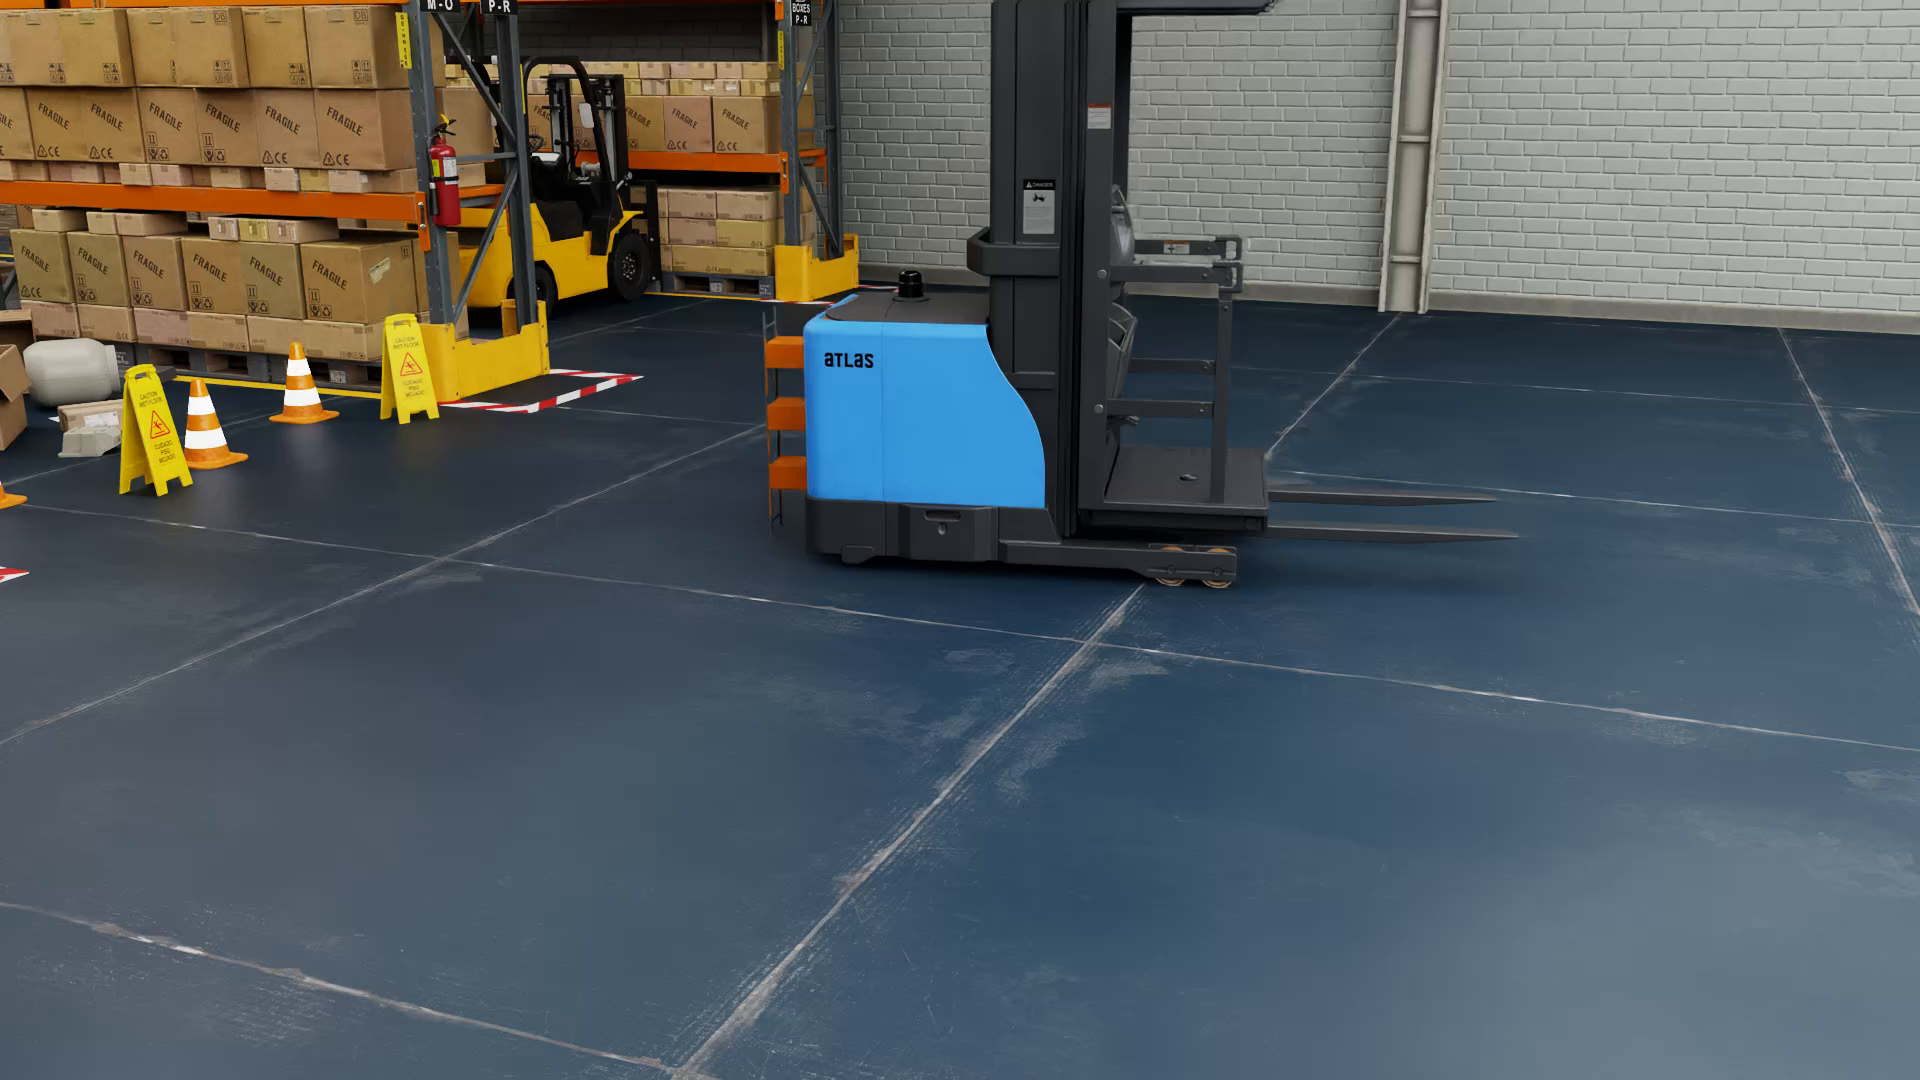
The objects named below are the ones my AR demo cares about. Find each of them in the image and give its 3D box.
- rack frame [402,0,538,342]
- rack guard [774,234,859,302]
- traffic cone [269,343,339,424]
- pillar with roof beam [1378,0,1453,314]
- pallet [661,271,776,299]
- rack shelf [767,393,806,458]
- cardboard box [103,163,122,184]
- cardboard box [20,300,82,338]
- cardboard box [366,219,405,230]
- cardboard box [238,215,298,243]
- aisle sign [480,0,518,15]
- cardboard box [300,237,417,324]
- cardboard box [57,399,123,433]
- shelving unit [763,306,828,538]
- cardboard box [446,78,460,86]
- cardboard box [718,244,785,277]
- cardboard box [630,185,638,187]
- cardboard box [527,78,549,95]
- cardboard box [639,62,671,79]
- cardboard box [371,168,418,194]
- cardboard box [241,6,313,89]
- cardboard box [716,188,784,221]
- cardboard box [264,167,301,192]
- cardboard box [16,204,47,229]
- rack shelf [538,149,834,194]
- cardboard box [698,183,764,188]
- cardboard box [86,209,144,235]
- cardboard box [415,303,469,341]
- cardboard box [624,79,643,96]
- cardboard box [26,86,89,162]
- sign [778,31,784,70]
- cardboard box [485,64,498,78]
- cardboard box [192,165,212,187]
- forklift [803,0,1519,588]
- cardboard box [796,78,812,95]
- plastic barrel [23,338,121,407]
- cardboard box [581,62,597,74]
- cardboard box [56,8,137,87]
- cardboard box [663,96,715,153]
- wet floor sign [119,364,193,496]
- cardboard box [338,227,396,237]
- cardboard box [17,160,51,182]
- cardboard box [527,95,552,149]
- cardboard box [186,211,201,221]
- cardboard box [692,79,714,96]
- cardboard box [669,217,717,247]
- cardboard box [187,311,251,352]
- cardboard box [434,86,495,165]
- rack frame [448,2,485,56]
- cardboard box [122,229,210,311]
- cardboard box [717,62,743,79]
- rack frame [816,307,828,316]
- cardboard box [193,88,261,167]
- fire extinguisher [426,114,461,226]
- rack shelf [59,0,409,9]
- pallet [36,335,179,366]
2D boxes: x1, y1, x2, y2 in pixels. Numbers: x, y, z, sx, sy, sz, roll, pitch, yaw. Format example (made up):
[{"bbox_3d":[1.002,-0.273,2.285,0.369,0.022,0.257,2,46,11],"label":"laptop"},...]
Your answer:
[{"bbox_3d":[-3.178,-2.487,10.862,0.127,3.000,1.000,6,17,21],"label":"rack frame"},{"bbox_3d":[-1.338,-2.572,15.638,0.348,0.500,1.175,6,17,21],"label":"rack guard"},{"bbox_3d":[-4.051,-0.979,10.215,0.334,0.463,0.336,6,17,21],"label":"traffic cone"},{"bbox_3d":[2.325,-5.231,9.551,0.400,9.000,9.100,6,17,21],"label":"pillar with roof beam"},{"bbox_3d":[-2.087,-2.503,15.918,1.213,0.211,1.003,6,17,21],"label":"pallet"},{"bbox_3d":[-0.740,-0.524,7.632,0.240,0.259,0.215,3,16,9],"label":"rack shelf"},{"bbox_3d":[-5.734,-2.575,11.615,0.250,0.149,0.380,6,17,20],"label":"cardboard box"},{"bbox_3d":[-6.449,-1.647,12.147,0.500,0.250,0.500,5,17,18],"label":"cardboard box"},{"bbox_3d":[-5.571,-3.296,17.153,0.625,0.625,0.875,7,18,23],"label":"cardboard box"},{"bbox_3d":[-4.618,-2.101,11.202,0.250,0.149,0.380,7,17,22],"label":"cardboard box"},{"bbox_3d":[-3.006,-3.810,10.754,0.004,0.787,0.394,6,17,21],"label":"aisle sign"},{"bbox_3d":[-4.019,-1.743,11.131,0.500,0.500,0.500,6,17,21],"label":"cardboard box"},{"bbox_3d":[-5.138,-0.728,9.916,0.380,0.149,0.250,-12,20,-37],"label":"cardboard box"},{"bbox_3d":[-0.740,-0.534,7.630,0.252,1.050,0.215,3,16,9],"label":"shelving unit"},{"bbox_3d":[-4.881,-4.443,16.255,0.250,0.149,0.380,6,17,20],"label":"cardboard box"},{"bbox_3d":[-1.913,-2.623,15.506,0.500,0.250,0.500,6,17,21],"label":"cardboard box"},{"bbox_3d":[-3.322,-3.256,15.895,0.500,0.250,0.500,6,17,20],"label":"cardboard box"},{"bbox_3d":[-3.941,-4.326,15.852,0.250,0.149,0.380,6,17,20],"label":"cardboard box"},{"bbox_3d":[-2.752,-4.339,15.364,0.250,0.149,0.380,7,18,22],"label":"cardboard box"},{"bbox_3d":[-3.604,-2.350,10.837,0.250,0.149,0.380,7,18,22],"label":"cardboard box"},{"bbox_3d":[-4.201,-3.208,10.837,0.500,0.500,0.700,6,17,21],"label":"cardboard box"},{"bbox_3d":[-1.903,-3.103,15.367,0.500,0.250,0.500,7,18,22],"label":"cardboard box"},{"bbox_3d":[-4.362,-2.397,11.001,0.250,0.149,0.380,7,17,22],"label":"cardboard box"},{"bbox_3d":[-10.224,-3.689,18.731,0.500,0.500,0.500,7,18,23],"label":"cardboard box"},{"bbox_3d":[-3.221,-3.634,16.103,4.000,0.370,1.077,6,17,21],"label":"rack shelf"},{"bbox_3d":[-2.204,-3.285,15.994,0.500,0.250,0.500,6,17,21],"label":"cardboard box"},{"bbox_3d":[-5.876,-2.239,11.675,0.250,0.149,0.380,7,18,23],"label":"cardboard box"},{"bbox_3d":[-3.827,-1.523,11.718,0.500,0.250,0.500,6,17,20],"label":"cardboard box"},{"bbox_3d":[-2.988,-4.222,15.495,0.250,0.149,0.380,6,17,21],"label":"cardboard box"},{"bbox_3d":[-6.116,-2.925,11.656,0.500,0.500,0.500,6,17,20],"label":"cardboard box"},{"bbox_3d":[-1.572,-4.306,14.623,0.005,0.325,0.100,6,17,21],"label":"sign"},{"bbox_3d":[-4.377,-4.550,16.090,0.250,0.149,0.380,6,17,20],"label":"cardboard box"},{"bbox_3d":[-5.019,-2.511,11.394,0.250,0.149,0.380,6,17,21],"label":"cardboard box"},{"bbox_3d":[0.884,-1.364,7.115,3.031,2.935,1.130,3,16,9],"label":"forklift"},{"bbox_3d":[-1.580,-4.237,15.544,0.250,0.149,0.380,6,17,19],"label":"cardboard box"},{"bbox_3d":[-5.655,-1.069,10.596,0.512,0.421,0.421,-9,18,-27],"label":"plastic barrel"},{"bbox_3d":[-3.428,-4.445,15.729,0.250,0.149,0.380,6,17,21],"label":"cardboard box"},{"bbox_3d":[-5.645,-3.350,11.327,0.500,0.500,0.700,6,17,19],"label":"cardboard box"},{"bbox_3d":[-2.393,-3.861,15.413,0.500,0.500,0.500,7,18,22],"label":"cardboard box"},{"bbox_3d":[-4.147,-0.573,8.491,0.232,0.644,0.267,3,17,11],"label":"wet floor sign"},{"bbox_3d":[-4.337,-1.938,11.802,0.500,0.500,0.500,6,17,19],"label":"cardboard box"},{"bbox_3d":[-6.469,-2.648,11.866,0.250,0.149,0.380,7,18,22],"label":"cardboard box"},{"bbox_3d":[-3.802,-4.019,15.957,0.500,0.500,0.500,6,17,20],"label":"cardboard box"},{"bbox_3d":[-8.227,-3.587,18.157,0.625,0.625,0.875,7,18,22],"label":"cardboard box"},{"bbox_3d":[-2.253,-4.158,15.275,0.250,0.149,0.380,7,17,22],"label":"cardboard box"},{"bbox_3d":[-2.390,-2.919,15.631,0.500,0.250,0.500,6,17,20],"label":"cardboard box"},{"bbox_3d":[-4.996,-1.489,11.600,0.500,0.250,0.500,6,17,19],"label":"cardboard box"},{"bbox_3d":[-3.517,-2.799,11.221,0.500,0.500,0.500,6,17,20],"label":"cardboard box"},{"bbox_3d":[-5.081,-4.184,16.707,0.127,3.000,1.000,6,17,21],"label":"rack frame"},{"bbox_3d":[-5.465,-1.902,11.680,0.500,0.500,0.500,7,18,24],"label":"cardboard box"},{"bbox_3d":[-2.011,-4.277,15.149,0.250,0.149,0.380,6,17,21],"label":"cardboard box"},{"bbox_3d":[-0.620,-0.529,7.611,0.008,1.050,0.200,3,16,9],"label":"rack frame"},{"bbox_3d":[-4.712,-2.767,11.111,0.500,0.500,0.500,6,17,20],"label":"cardboard box"},{"bbox_3d":[-3.240,-2.319,10.421,0.183,0.674,0.296,6,17,21],"label":"fire extinguisher"},{"bbox_3d":[-5.038,-3.787,11.249,4.000,0.370,1.077,6,17,21],"label":"rack shelf"},{"bbox_3d":[-6.261,-1.498,12.455,1.213,0.211,1.003,6,17,21],"label":"pallet"}]
